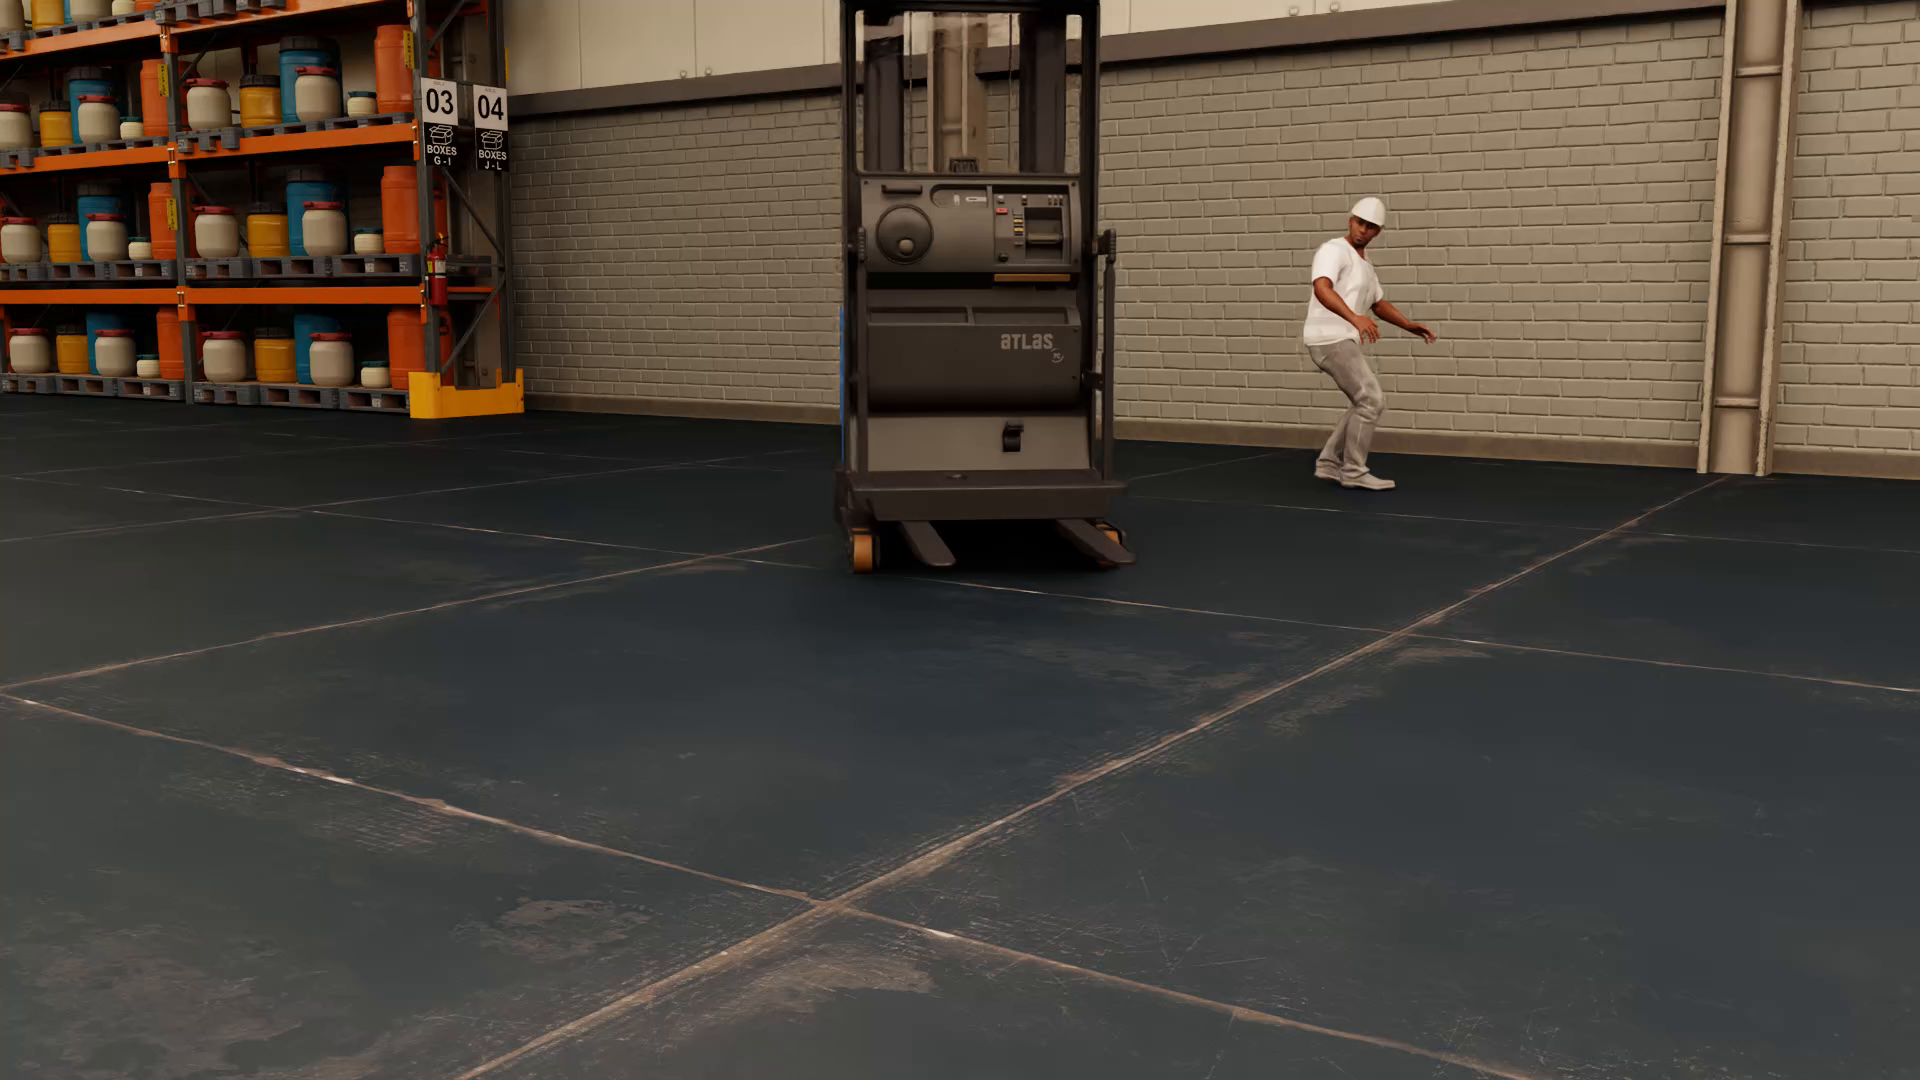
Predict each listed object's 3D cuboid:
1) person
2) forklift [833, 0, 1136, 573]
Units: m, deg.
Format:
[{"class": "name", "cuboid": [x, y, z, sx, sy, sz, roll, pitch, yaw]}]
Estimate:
[{"class": "person", "cuboid": [2.359, -1.118, 9.616, 0.707, 1.680, 0.832, 3, 9, 22]}, {"class": "forklift", "cuboid": [0.073, -1.366, 6.797, 1.130, 2.935, 3.031, -1, 8, -6]}]
